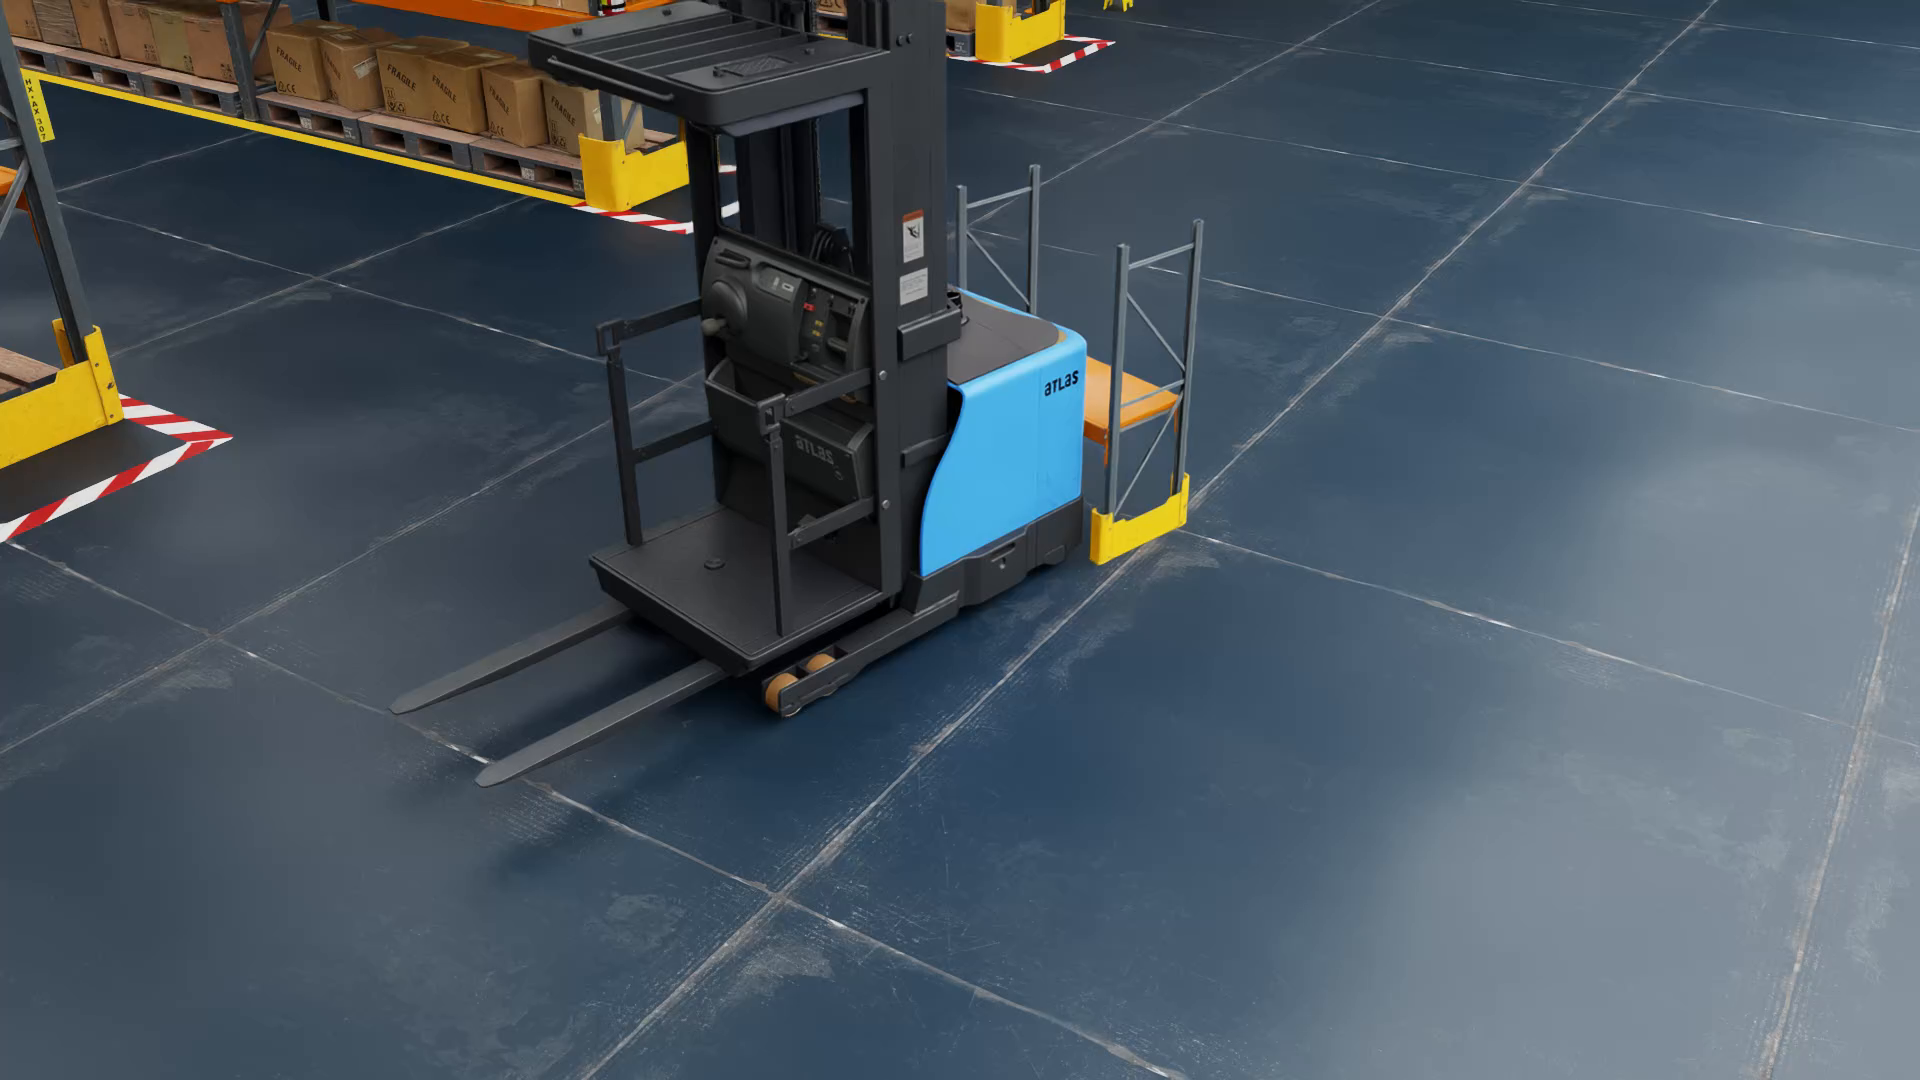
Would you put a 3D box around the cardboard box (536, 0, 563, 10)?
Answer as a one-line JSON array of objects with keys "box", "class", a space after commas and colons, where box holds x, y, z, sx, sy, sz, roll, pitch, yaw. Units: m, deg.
[{"box": [-2.731, -3.813, 11.558, 0.250, 0.149, 0.380, 18, 35, 27], "class": "cardboard box"}]

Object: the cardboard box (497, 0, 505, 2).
[{"box": [-3.174, -3.931, 11.761, 0.250, 0.149, 0.380, 18, 35, 27], "class": "cardboard box"}]

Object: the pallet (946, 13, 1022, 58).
[{"box": [-0.165, -4.932, 15.994, 1.213, 0.211, 1.003, 18, 35, 27], "class": "pallet"}]

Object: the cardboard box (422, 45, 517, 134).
[{"box": [-3.733, -3.463, 12.773, 0.500, 0.500, 0.500, 21, 36, 32], "class": "cardboard box"}]

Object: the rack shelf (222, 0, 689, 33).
[{"box": [-3.862, -4.091, 12.499, 4.000, 0.370, 1.077, 18, 35, 27], "class": "rack shelf"}]

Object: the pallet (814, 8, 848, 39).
[{"box": [-1.194, -5.259, 16.555, 1.213, 0.211, 1.003, 18, 35, 27], "class": "pallet"}]

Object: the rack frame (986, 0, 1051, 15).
[{"box": [0.554, -5.956, 14.982, 0.127, 3.000, 1.000, 18, 35, 27], "class": "rack frame"}]

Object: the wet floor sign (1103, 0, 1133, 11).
[{"box": [1.631, -5.776, 17.010, 0.232, 0.644, 0.267, 12, 32, 19], "class": "wet floor sign"}]

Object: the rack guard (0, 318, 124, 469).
[{"box": [-4.891, -0.672, 8.406, 0.348, 0.500, 1.175, 18, 35, 27], "class": "rack guard"}]

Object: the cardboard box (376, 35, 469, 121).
[{"box": [-4.182, -3.632, 13.062, 0.500, 0.500, 0.500, 14, 33, 23], "class": "cardboard box"}]

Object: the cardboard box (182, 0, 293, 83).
[{"box": [-6.065, -4.221, 14.053, 0.500, 0.500, 0.700, 15, 33, 24], "class": "cardboard box"}]

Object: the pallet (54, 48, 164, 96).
[{"box": [-7.254, -4.267, 14.855, 1.213, 0.211, 1.003, 18, 35, 27], "class": "pallet"}]

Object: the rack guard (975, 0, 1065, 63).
[{"box": [0.574, -4.869, 15.601, 0.348, 0.500, 1.175, 18, 35, 27], "class": "rack guard"}]

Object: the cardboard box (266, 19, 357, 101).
[{"box": [-5.239, -3.915, 13.548, 0.500, 0.500, 0.500, 16, 34, 26], "class": "cardboard box"}]

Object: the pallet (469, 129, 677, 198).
[{"box": [-2.902, -2.914, 12.536, 1.213, 0.211, 1.003, 18, 35, 27], "class": "pallet"}]

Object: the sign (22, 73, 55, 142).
[{"box": [-4.505, -2.105, 8.107, 0.005, 0.325, 0.100, 18, 35, 27], "class": "sign"}]

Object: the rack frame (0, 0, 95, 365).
[{"box": [-4.801, -1.752, 7.776, 0.127, 3.000, 1.000, 18, 35, 27], "class": "rack frame"}]

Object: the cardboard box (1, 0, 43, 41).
[{"box": [-8.366, -4.948, 15.299, 0.500, 0.500, 0.700, 16, 34, 25], "class": "cardboard box"}]

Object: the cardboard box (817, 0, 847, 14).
[{"box": [-0.802, -5.608, 16.077, 0.875, 0.875, 0.875, 17, 34, 27], "class": "cardboard box"}]

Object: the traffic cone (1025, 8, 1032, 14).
[{"box": [0.859, -5.608, 16.904, 0.334, 0.463, 0.336, 18, 35, 27], "class": "traffic cone"}]

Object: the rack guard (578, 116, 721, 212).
[{"box": [-2.233, -2.806, 12.064, 0.348, 0.500, 1.175, 18, 35, 27], "class": "rack guard"}]

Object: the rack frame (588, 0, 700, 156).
[{"box": [-2.168, -3.866, 11.400, 0.127, 3.000, 1.000, 18, 35, 27], "class": "rack frame"}]

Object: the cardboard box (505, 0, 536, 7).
[{"box": [-2.970, -3.858, 11.635, 0.250, 0.149, 0.380, 18, 35, 27], "class": "cardboard box"}]

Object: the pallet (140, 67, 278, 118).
[{"box": [-6.216, -3.941, 14.296, 1.213, 0.211, 1.003, 18, 35, 27], "class": "pallet"}]

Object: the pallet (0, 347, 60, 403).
[{"box": [-5.576, -0.768, 8.856, 1.213, 0.211, 1.003, 18, 35, 27], "class": "pallet"}]

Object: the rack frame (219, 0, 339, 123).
[{"box": [-5.556, -4.937, 13.236, 0.127, 3.000, 1.000, 18, 35, 27], "class": "rack frame"}]

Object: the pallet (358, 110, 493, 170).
[{"box": [-3.931, -3.242, 13.097, 1.213, 0.211, 1.003, 18, 35, 27], "class": "pallet"}]

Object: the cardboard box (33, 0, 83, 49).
[{"box": [-7.889, -4.805, 15.054, 0.500, 0.500, 0.700, 15, 33, 23], "class": "cardboard box"}]

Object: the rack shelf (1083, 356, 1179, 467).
[{"box": [0.511, -0.678, 7.781, 0.538, 0.185, 1.000, -24, 38, -35], "class": "rack shelf"}]

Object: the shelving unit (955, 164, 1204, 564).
[{"box": [0.505, -0.837, 7.697, 0.587, 1.500, 1.083, -24, 38, -35], "class": "shelving unit"}]

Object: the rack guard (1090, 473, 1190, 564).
[{"box": [0.833, -0.108, 7.688, 0.587, 0.250, 0.087, -24, 38, -35], "class": "rack guard"}]

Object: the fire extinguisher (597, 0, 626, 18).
[{"box": [-2.316, -3.605, 11.029, 0.183, 0.674, 0.296, 18, 35, 27], "class": "fire extinguisher"}]

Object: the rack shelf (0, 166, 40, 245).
[{"box": [-6.495, -1.977, 8.876, 4.000, 0.370, 1.077, 18, 35, 27], "class": "rack shelf"}]

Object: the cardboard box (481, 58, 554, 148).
[{"box": [-3.213, -3.287, 12.472, 0.500, 0.500, 0.500, -25, 38, -36], "class": "cardboard box"}]

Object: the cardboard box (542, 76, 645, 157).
[{"box": [-2.688, -3.142, 12.223, 0.500, 0.500, 0.500, 25, 39, 36], "class": "cardboard box"}]

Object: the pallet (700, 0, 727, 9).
[{"box": [-2.231, -5.586, 17.115, 1.213, 0.211, 1.003, 18, 35, 27], "class": "pallet"}]

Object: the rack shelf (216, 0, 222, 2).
[{"box": [-7.250, -5.162, 14.336, 4.000, 0.370, 1.077, 18, 35, 27], "class": "rack shelf"}]

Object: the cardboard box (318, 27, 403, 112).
[{"box": [-4.750, -3.765, 13.290, 0.500, 0.500, 0.500, -23, 37, -33], "class": "cardboard box"}]

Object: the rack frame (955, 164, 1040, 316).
[{"box": [0.176, -1.027, 8.021, 0.500, 1.500, 0.032, -24, 38, -35], "class": "rack frame"}]

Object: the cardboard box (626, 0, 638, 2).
[{"box": [-2.283, -3.935, 11.768, 0.250, 0.149, 0.380, 18, 35, 27], "class": "cardboard box"}]

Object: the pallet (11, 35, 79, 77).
[{"box": [-8.283, -4.594, 15.416, 1.213, 0.211, 1.003, 18, 35, 27], "class": "pallet"}]

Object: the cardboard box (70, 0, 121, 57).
[{"box": [-7.406, -4.656, 14.799, 0.500, 0.500, 0.700, 21, 36, 31], "class": "cardboard box"}]

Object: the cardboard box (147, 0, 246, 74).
[{"box": [-6.459, -4.357, 14.286, 0.500, 0.500, 0.700, 17, 34, 27], "class": "cardboard box"}]

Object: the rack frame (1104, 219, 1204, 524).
[{"box": [0.845, -0.641, 7.360, 0.500, 1.500, 0.032, -24, 38, -35], "class": "rack frame"}]

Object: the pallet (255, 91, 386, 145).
[{"box": [-4.969, -3.568, 13.657, 1.213, 0.211, 1.003, 18, 35, 27], "class": "pallet"}]

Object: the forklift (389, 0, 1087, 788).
[{"box": [-0.837, -0.864, 6.323, 3.031, 2.935, 1.130, -27, 39, -38], "class": "forklift"}]

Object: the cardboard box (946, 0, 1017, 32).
[{"box": [-0.055, -5.373, 15.674, 0.875, 0.875, 0.875, 18, 35, 28], "class": "cardboard box"}]

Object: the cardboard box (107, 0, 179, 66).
[{"box": [-6.933, -4.507, 14.543, 0.500, 0.500, 0.700, 14, 33, 23], "class": "cardboard box"}]

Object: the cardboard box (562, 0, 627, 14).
[{"box": [-2.519, -3.746, 11.443, 0.250, 0.149, 0.380, 18, 35, 27], "class": "cardboard box"}]
